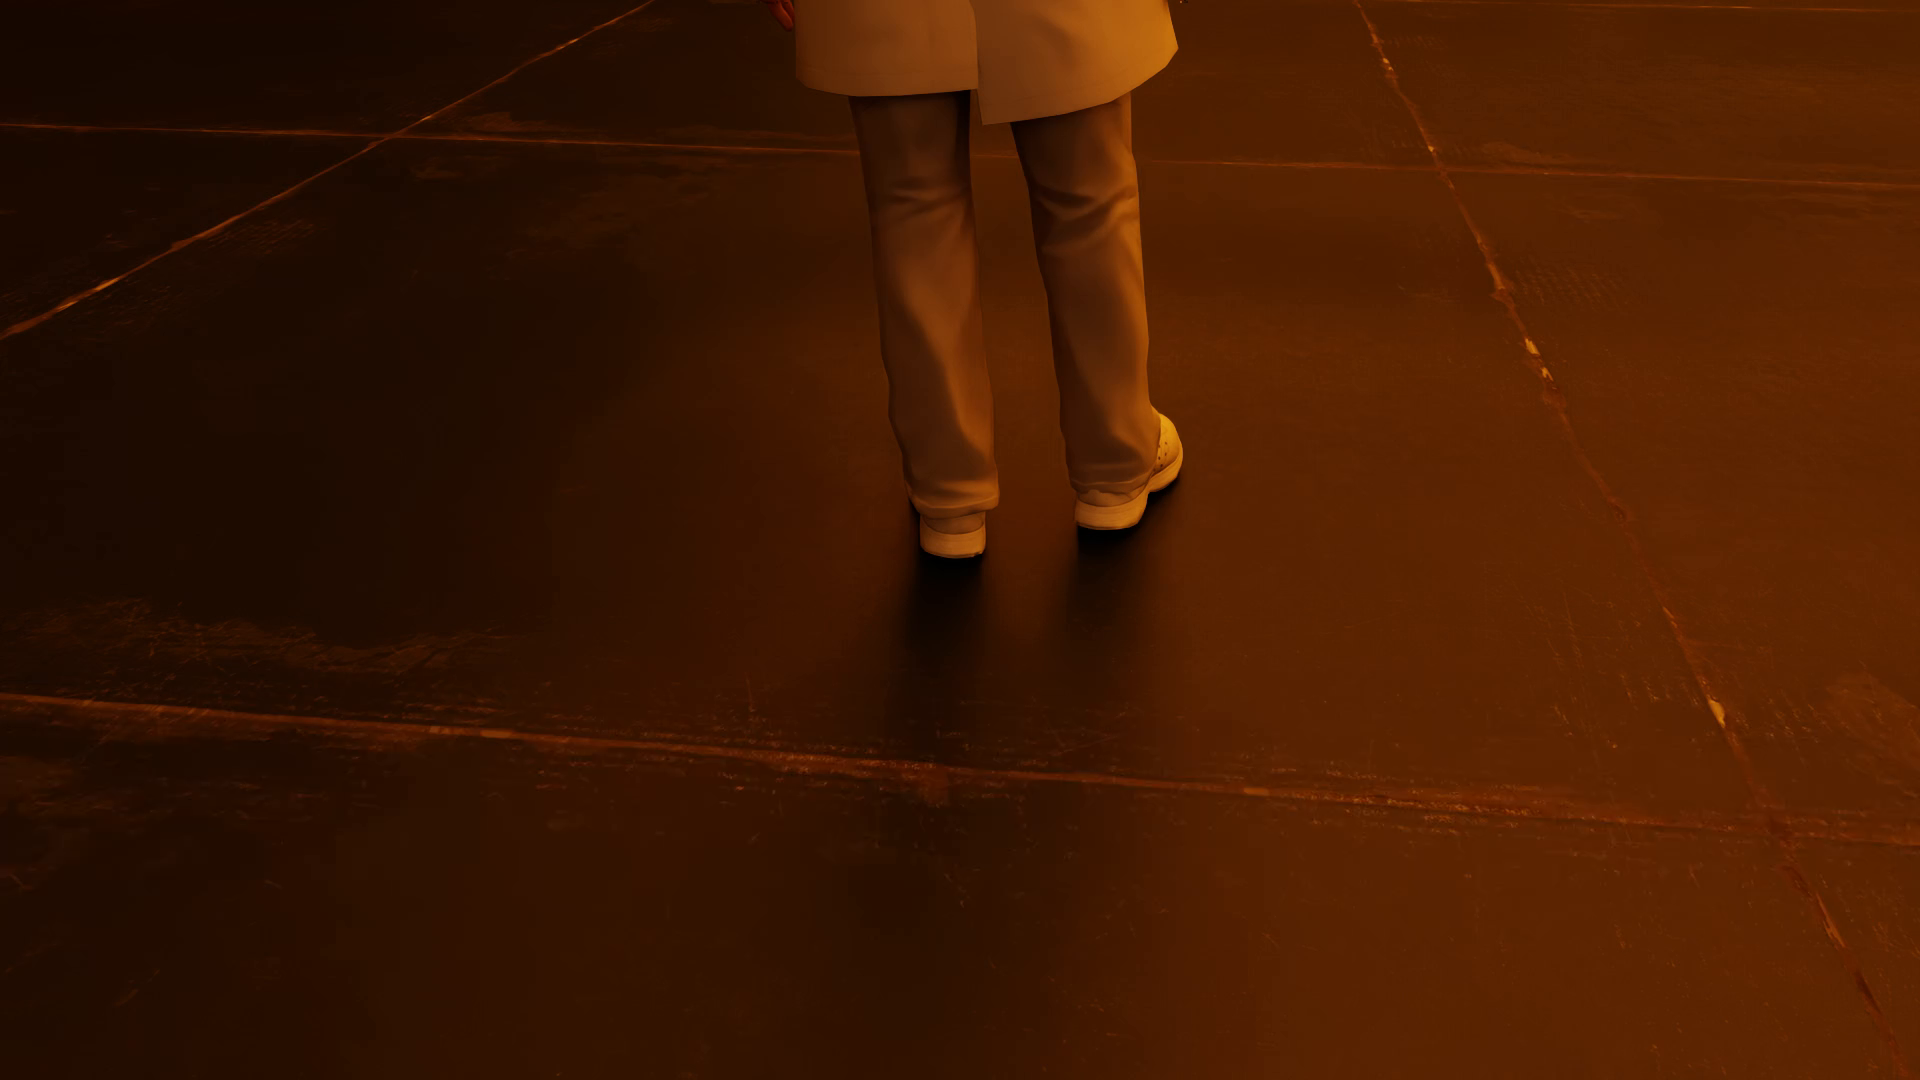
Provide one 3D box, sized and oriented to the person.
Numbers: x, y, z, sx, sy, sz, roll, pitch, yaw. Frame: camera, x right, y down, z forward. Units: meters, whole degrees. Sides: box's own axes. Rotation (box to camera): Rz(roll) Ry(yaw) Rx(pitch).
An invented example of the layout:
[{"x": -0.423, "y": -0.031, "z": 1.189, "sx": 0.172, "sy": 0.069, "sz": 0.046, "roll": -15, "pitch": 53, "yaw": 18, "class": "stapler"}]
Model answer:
[{"x": 0.017, "y": -0.841, "z": 2.180, "sx": 0.696, "sy": 1.775, "sz": 0.581, "roll": 3, "pitch": 27, "yaw": 7, "class": "person"}]
